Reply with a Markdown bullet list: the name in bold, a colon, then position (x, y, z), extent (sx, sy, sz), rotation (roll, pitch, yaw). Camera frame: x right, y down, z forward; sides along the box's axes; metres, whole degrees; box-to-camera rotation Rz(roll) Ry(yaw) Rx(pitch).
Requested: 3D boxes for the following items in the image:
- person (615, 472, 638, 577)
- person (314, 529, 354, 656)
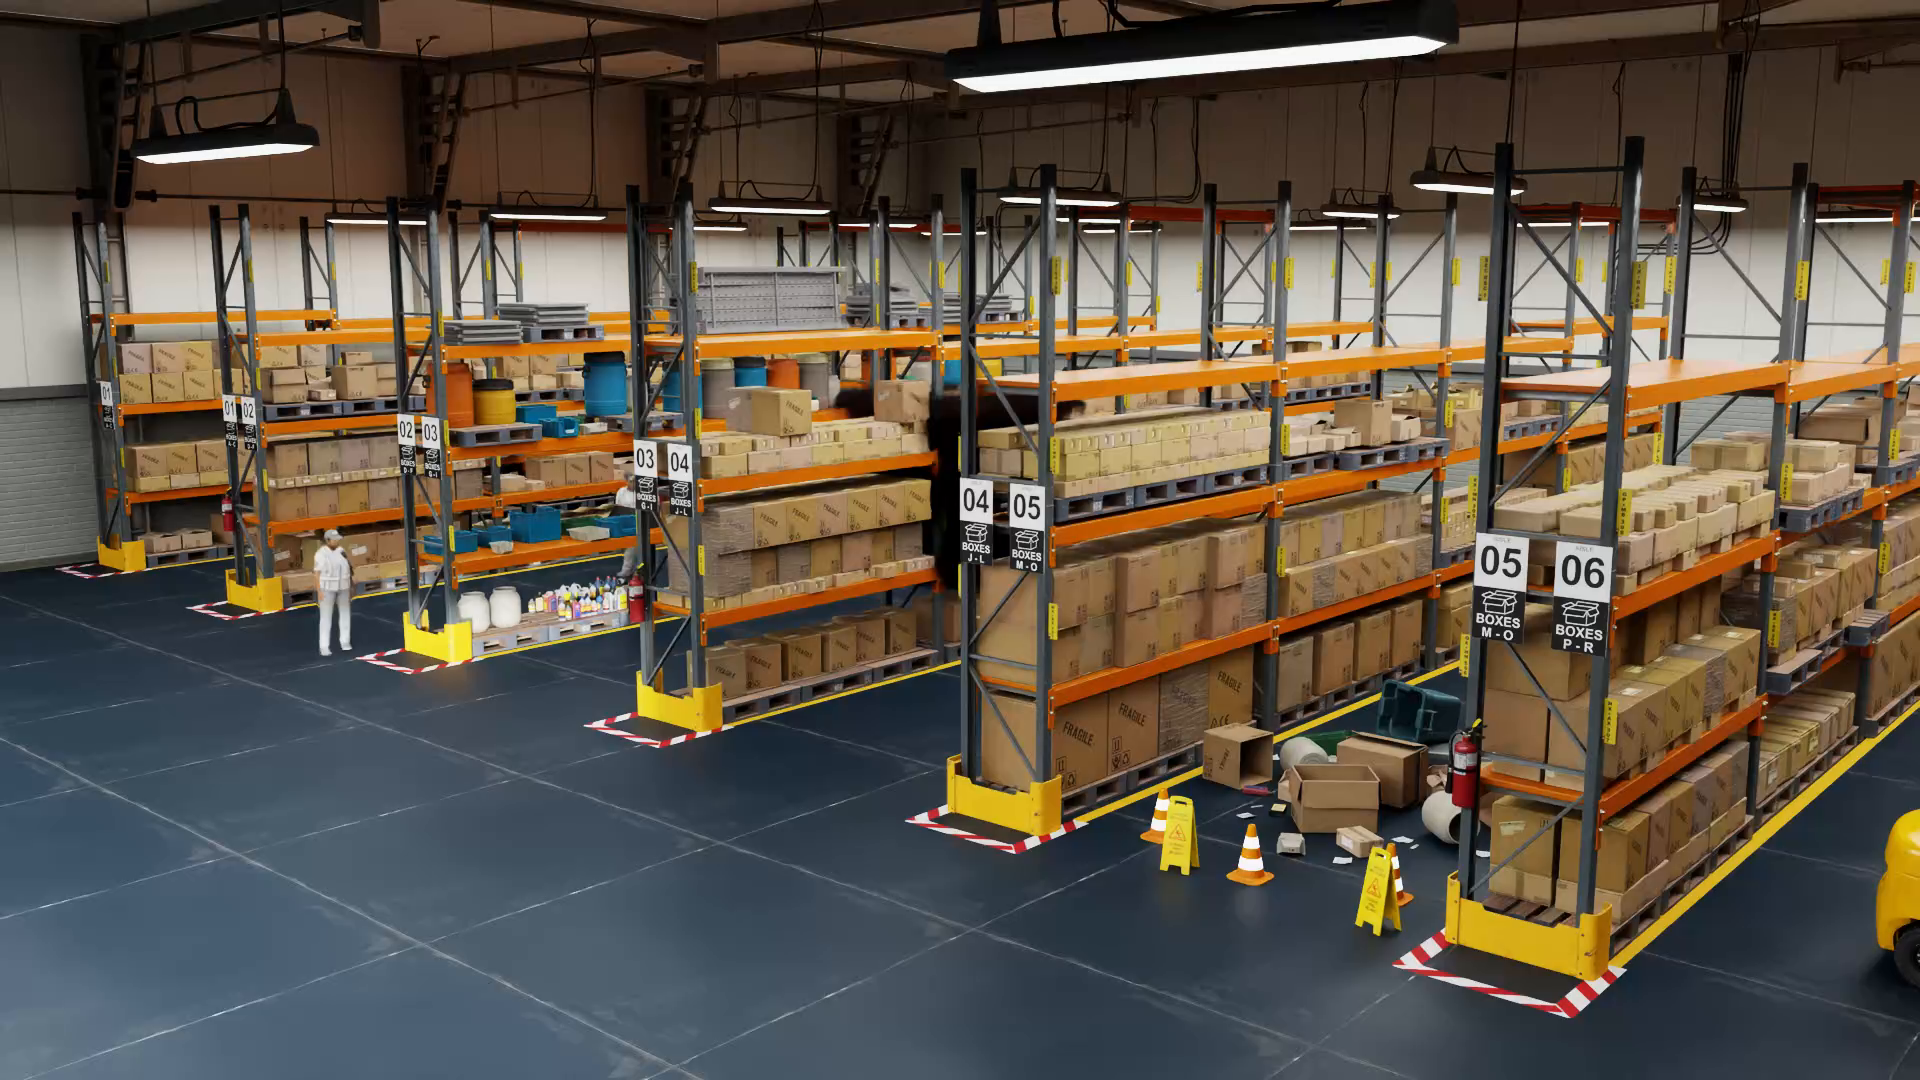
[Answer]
- **person**: position (-5.487, -0.285, 27.742), extent (0.505, 1.721, 0.994), rotation (7, 12, 35)
- **person**: position (-8.372, 0.690, 22.280), extent (0.521, 1.702, 0.450), rotation (-8, 12, -39)
